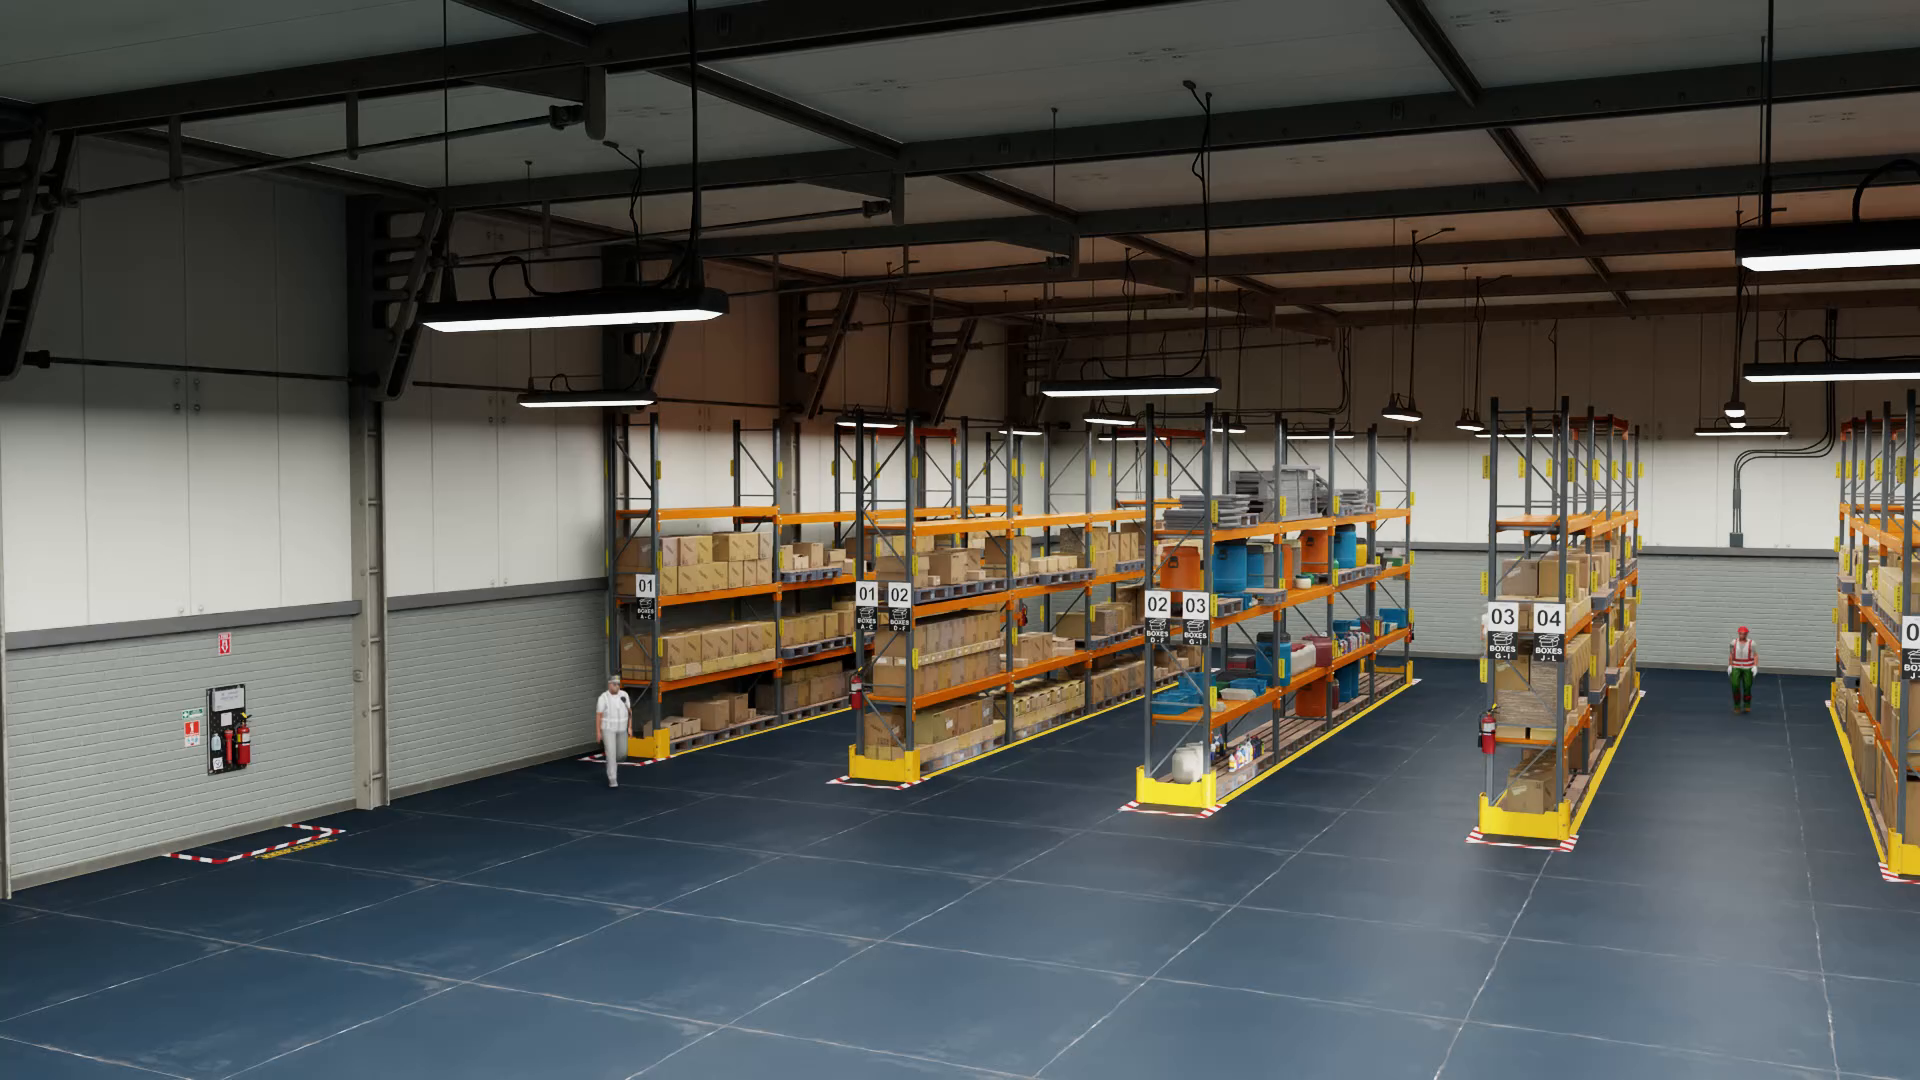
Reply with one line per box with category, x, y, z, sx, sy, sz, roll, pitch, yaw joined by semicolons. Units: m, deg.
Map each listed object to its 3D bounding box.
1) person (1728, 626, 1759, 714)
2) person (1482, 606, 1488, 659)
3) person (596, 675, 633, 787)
person;16.129;2.688;34.254;0.597;1.842;0.535;2;3;35
person;13.459;2.409;42.157;0.510;1.636;0.838;-1;2;-14
person;-5.524;3.005;26.528;0.589;1.732;0.892;-2;3;-34
